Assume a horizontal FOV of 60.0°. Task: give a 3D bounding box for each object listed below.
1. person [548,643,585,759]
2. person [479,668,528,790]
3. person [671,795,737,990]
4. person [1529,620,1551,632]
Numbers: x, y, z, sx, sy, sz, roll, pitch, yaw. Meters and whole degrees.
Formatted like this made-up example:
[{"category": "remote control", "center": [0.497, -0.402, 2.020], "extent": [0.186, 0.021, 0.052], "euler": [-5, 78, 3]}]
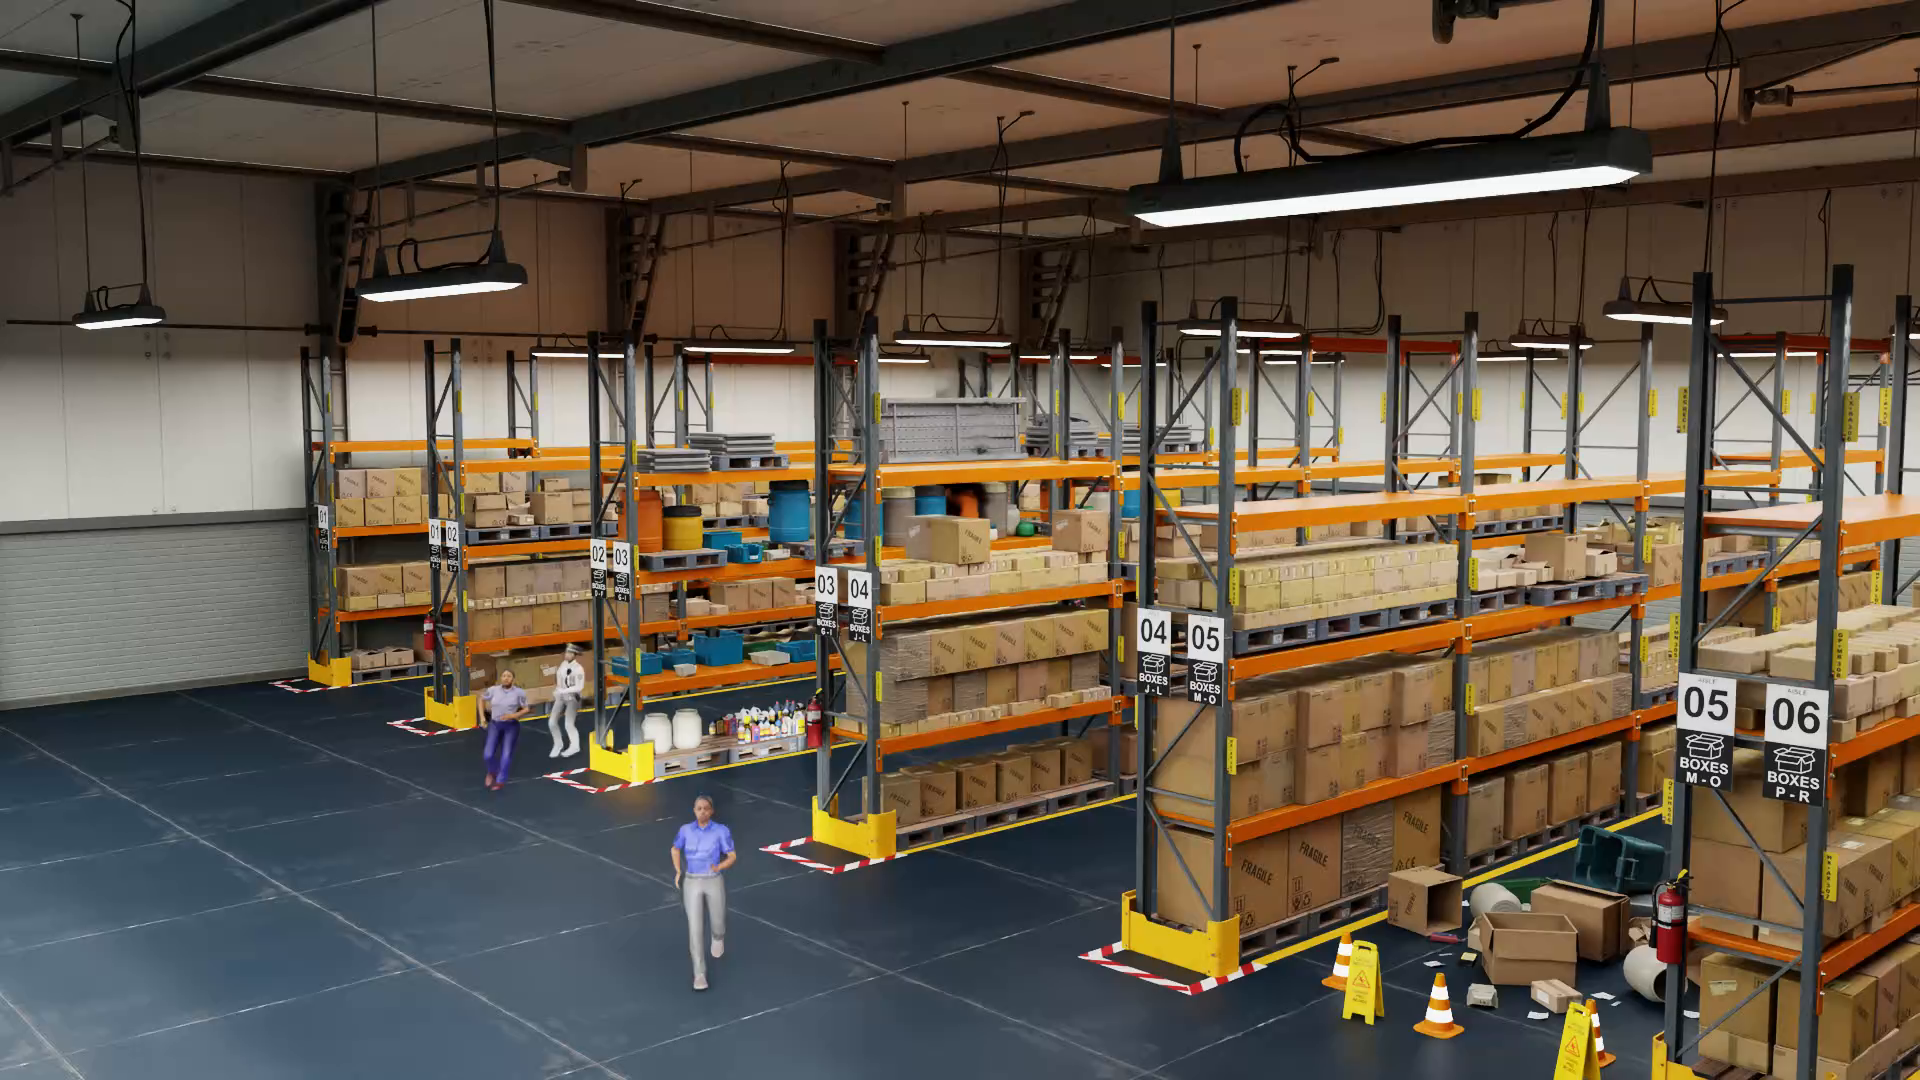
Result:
[{"category": "person", "center": [-5.536, 2.278, 23.514], "extent": [0.610, 1.686, 0.596], "euler": [3, 6, 28]}, {"category": "person", "center": [-5.942, 2.467, 21.653], "extent": [0.637, 1.595, 0.533], "euler": [-1, 5, -12]}, {"category": "person", "center": [-2.267, 3.059, 14.702], "extent": [0.588, 1.622, 0.815], "euler": [0, 5, -5]}, {"category": "person", "center": [9.013, 2.010, 25.838], "extent": [0.632, 1.804, 0.719], "euler": [4, 6, 38]}]
